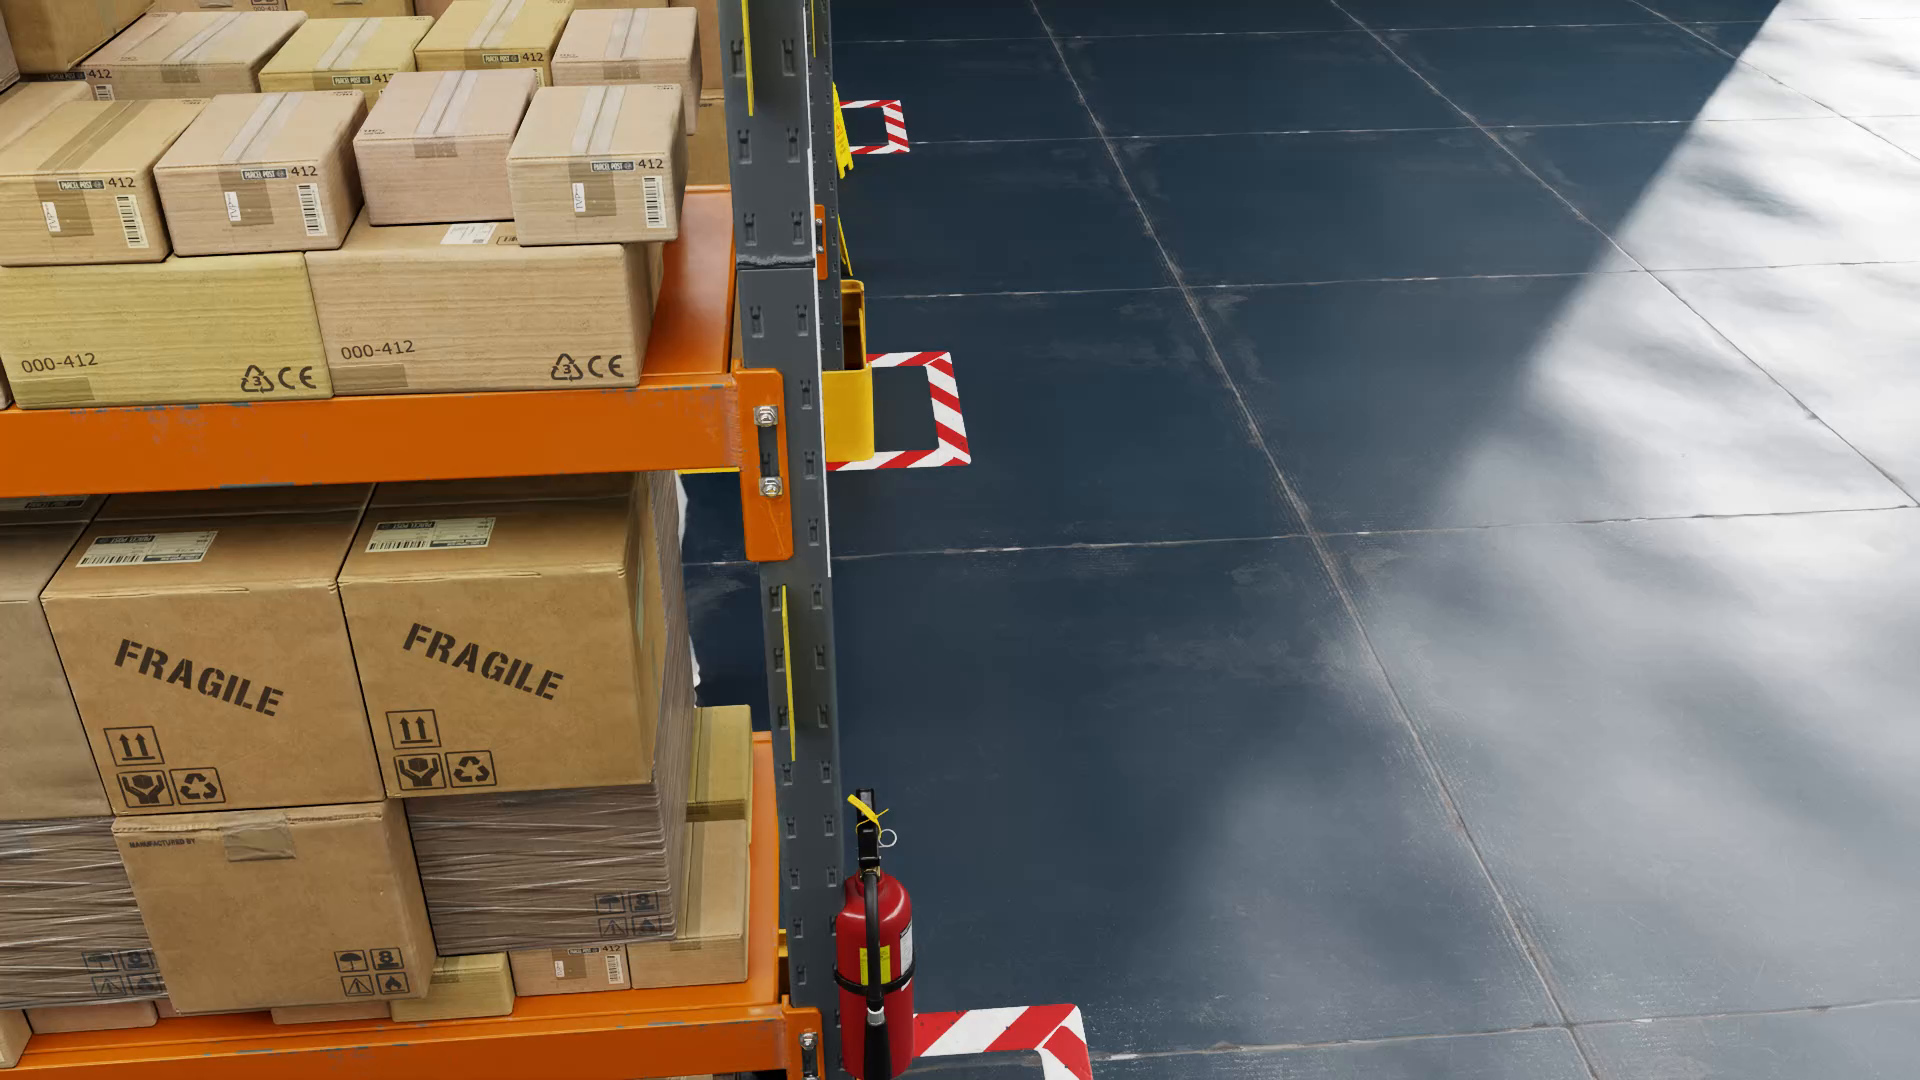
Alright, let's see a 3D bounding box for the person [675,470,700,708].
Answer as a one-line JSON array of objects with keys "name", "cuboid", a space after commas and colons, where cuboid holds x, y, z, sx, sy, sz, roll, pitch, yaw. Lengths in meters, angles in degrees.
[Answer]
[{"name": "person", "cuboid": [-1.246, -0.056, 6.239, 0.542, 1.668, 0.424, -3, 31, -5]}]
